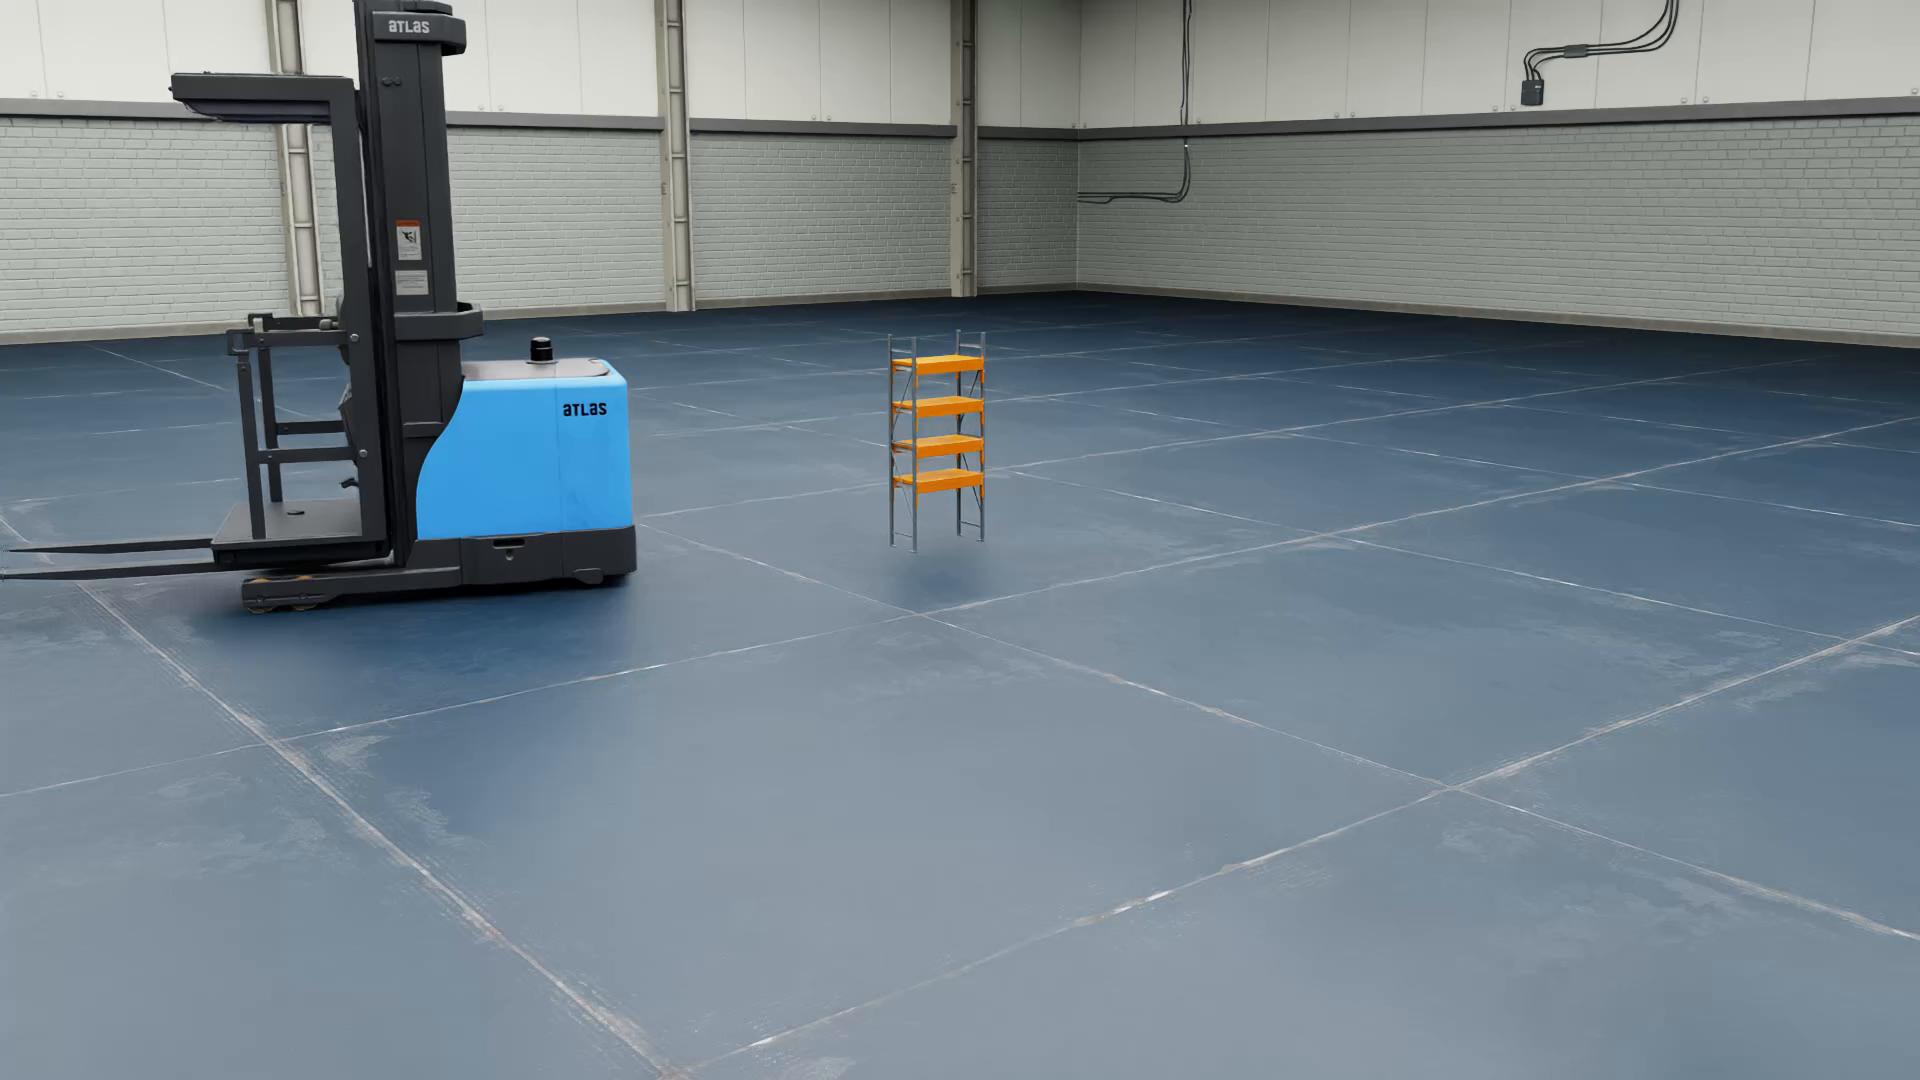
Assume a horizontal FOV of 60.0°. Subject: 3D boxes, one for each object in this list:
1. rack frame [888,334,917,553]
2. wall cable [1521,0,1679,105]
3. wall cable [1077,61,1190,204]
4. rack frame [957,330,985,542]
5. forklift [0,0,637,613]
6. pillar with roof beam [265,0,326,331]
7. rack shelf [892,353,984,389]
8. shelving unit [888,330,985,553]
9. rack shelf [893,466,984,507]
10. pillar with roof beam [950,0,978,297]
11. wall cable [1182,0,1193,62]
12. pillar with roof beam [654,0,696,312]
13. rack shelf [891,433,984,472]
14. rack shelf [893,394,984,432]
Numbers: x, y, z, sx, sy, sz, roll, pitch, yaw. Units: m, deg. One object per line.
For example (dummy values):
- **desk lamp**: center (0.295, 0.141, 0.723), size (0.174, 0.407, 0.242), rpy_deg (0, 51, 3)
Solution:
- **rack frame**: center (-0.320, -0.534, 9.254), size (0.015, 1.200, 0.240), rpy_deg (-9, 15, -38)
- **wall cable**: center (9.117, -9.252, 23.346), size (0.169, 6.003, 2.305), rpy_deg (-9, 15, -38)
- **wall cable**: center (3.199, -7.611, 31.282), size (0.112, 2.526, 3.097), rpy_deg (-9, 15, -38)
- **rack frame**: center (0.061, -0.597, 9.552), size (0.015, 1.200, 0.240), rpy_deg (-9, 15, -38)
- **forklift**: center (-3.239, -1.204, 8.244), size (3.031, 2.935, 1.130), rpy_deg (-4, 13, -17)
- **pillar with roof beam**: center (-6.608, -6.707, 19.548), size (0.400, 9.000, 9.100), rpy_deg (-9, 15, -38)
- **rack shelf**: center (-0.129, -0.950, 9.321), size (0.480, 0.148, 0.258), rpy_deg (-9, 15, -38)
- **shelving unit**: center (-0.129, -0.565, 9.403), size (0.503, 1.200, 0.258), rpy_deg (-9, 15, -38)
- **rack shelf**: center (-0.129, -0.305, 9.458), size (0.480, 0.148, 0.258), rpy_deg (-9, 15, -38)
- **pillar with roof beam**: center (2.762, -8.264, 26.881), size (0.400, 9.000, 9.100), rpy_deg (-9, 15, -38)
- **wall cable**: center (4.889, -9.643, 28.691), size (0.112, 2.526, 3.097), rpy_deg (-9, 15, -38)
- **pillar with roof beam**: center (-1.923, -7.485, 23.215), size (0.400, 9.000, 9.100), rpy_deg (-9, 15, -38)
- **rack shelf**: center (-0.129, -0.500, 9.417), size (0.480, 0.148, 0.258), rpy_deg (-9, 15, -38)
- **rack shelf**: center (-0.129, -0.718, 9.371), size (0.480, 0.148, 0.258), rpy_deg (-9, 15, -38)
